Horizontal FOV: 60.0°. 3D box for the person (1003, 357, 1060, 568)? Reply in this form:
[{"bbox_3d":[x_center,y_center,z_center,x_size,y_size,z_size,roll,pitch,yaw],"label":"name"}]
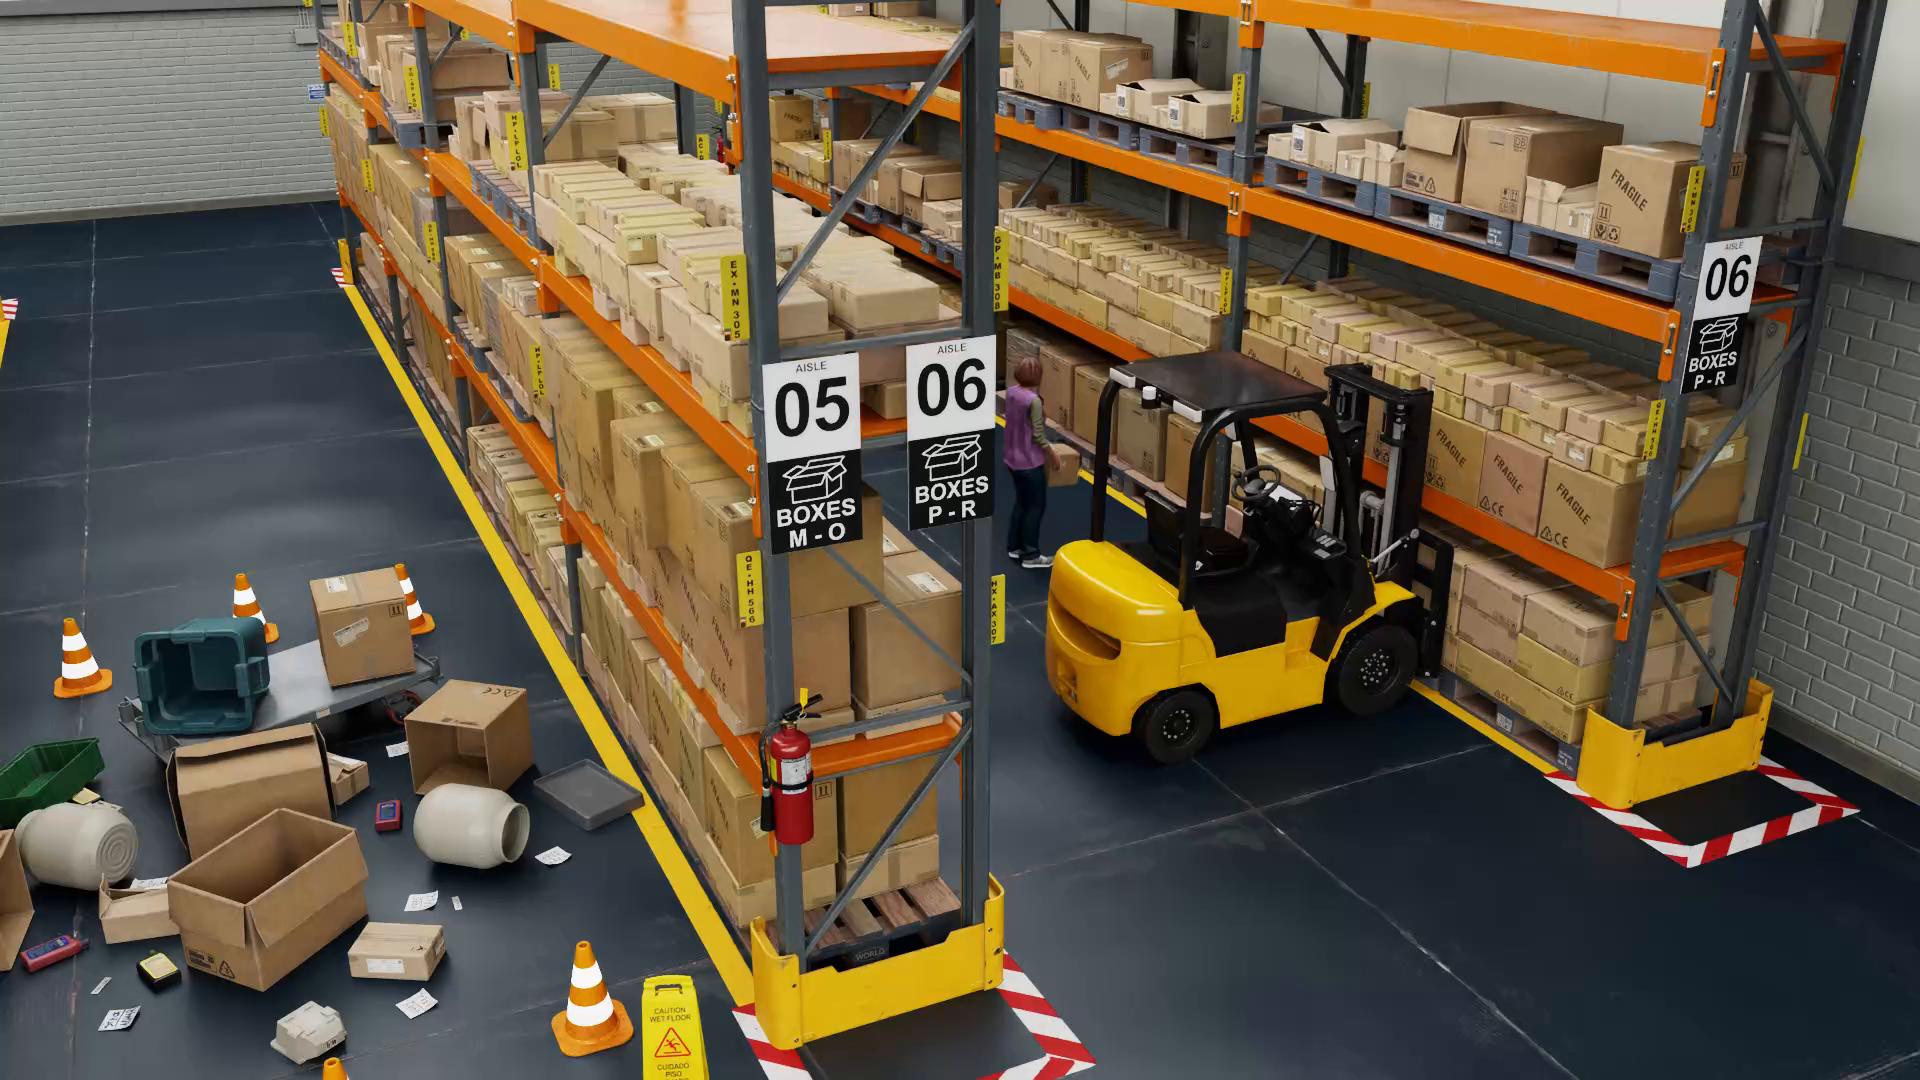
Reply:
[{"bbox_3d":[0.525,-0.590,12.410,0.384,1.602,0.444,-11,25,-24],"label":"person"}]
